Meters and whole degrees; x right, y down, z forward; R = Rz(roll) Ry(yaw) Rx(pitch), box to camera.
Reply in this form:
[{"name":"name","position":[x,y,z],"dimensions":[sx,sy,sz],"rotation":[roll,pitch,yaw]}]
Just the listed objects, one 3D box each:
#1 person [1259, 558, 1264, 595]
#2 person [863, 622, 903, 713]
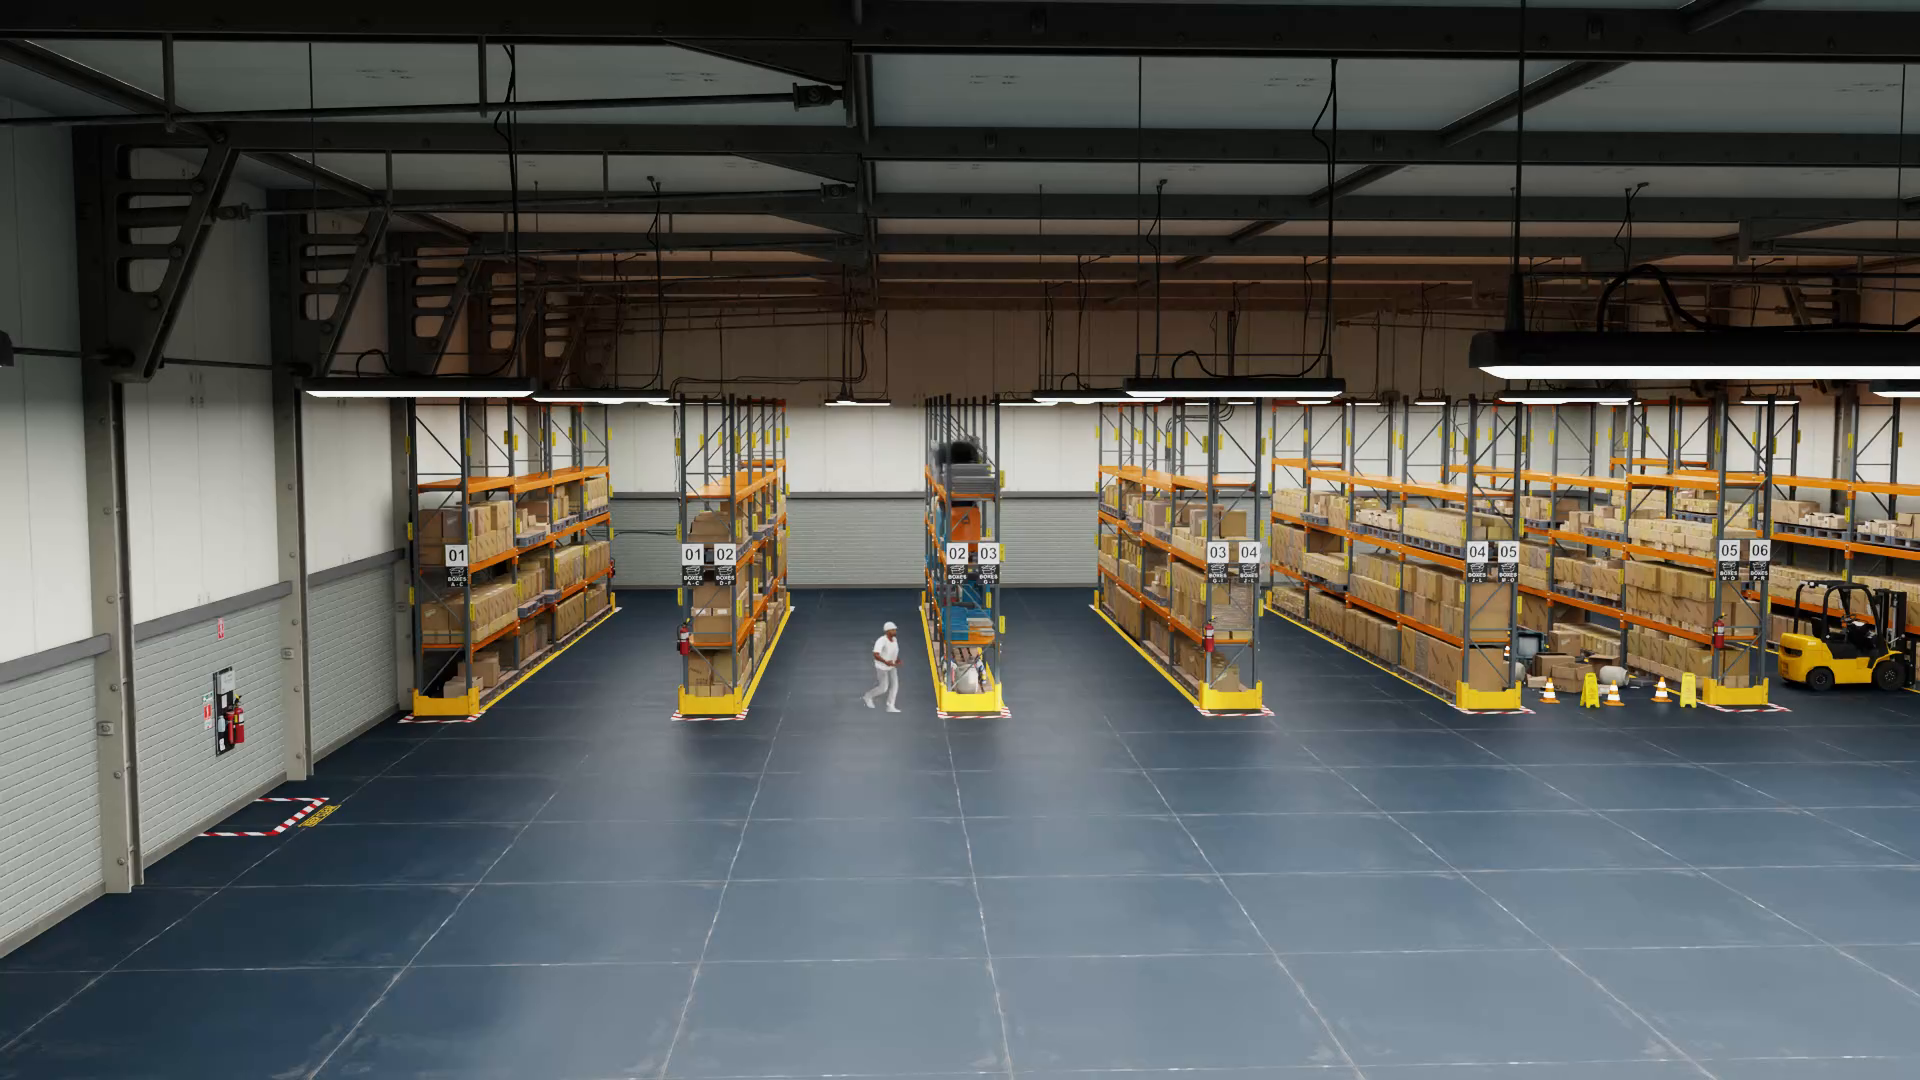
[{"name":"person","position":[8.530,0.997,48.893],"dimensions":[0.835,1.724,0.724],"rotation":[0,5,-6]},{"name":"person","position":[-1.468,2.393,31.350],"dimensions":[0.819,1.720,0.698],"rotation":[3,6,36]}]
